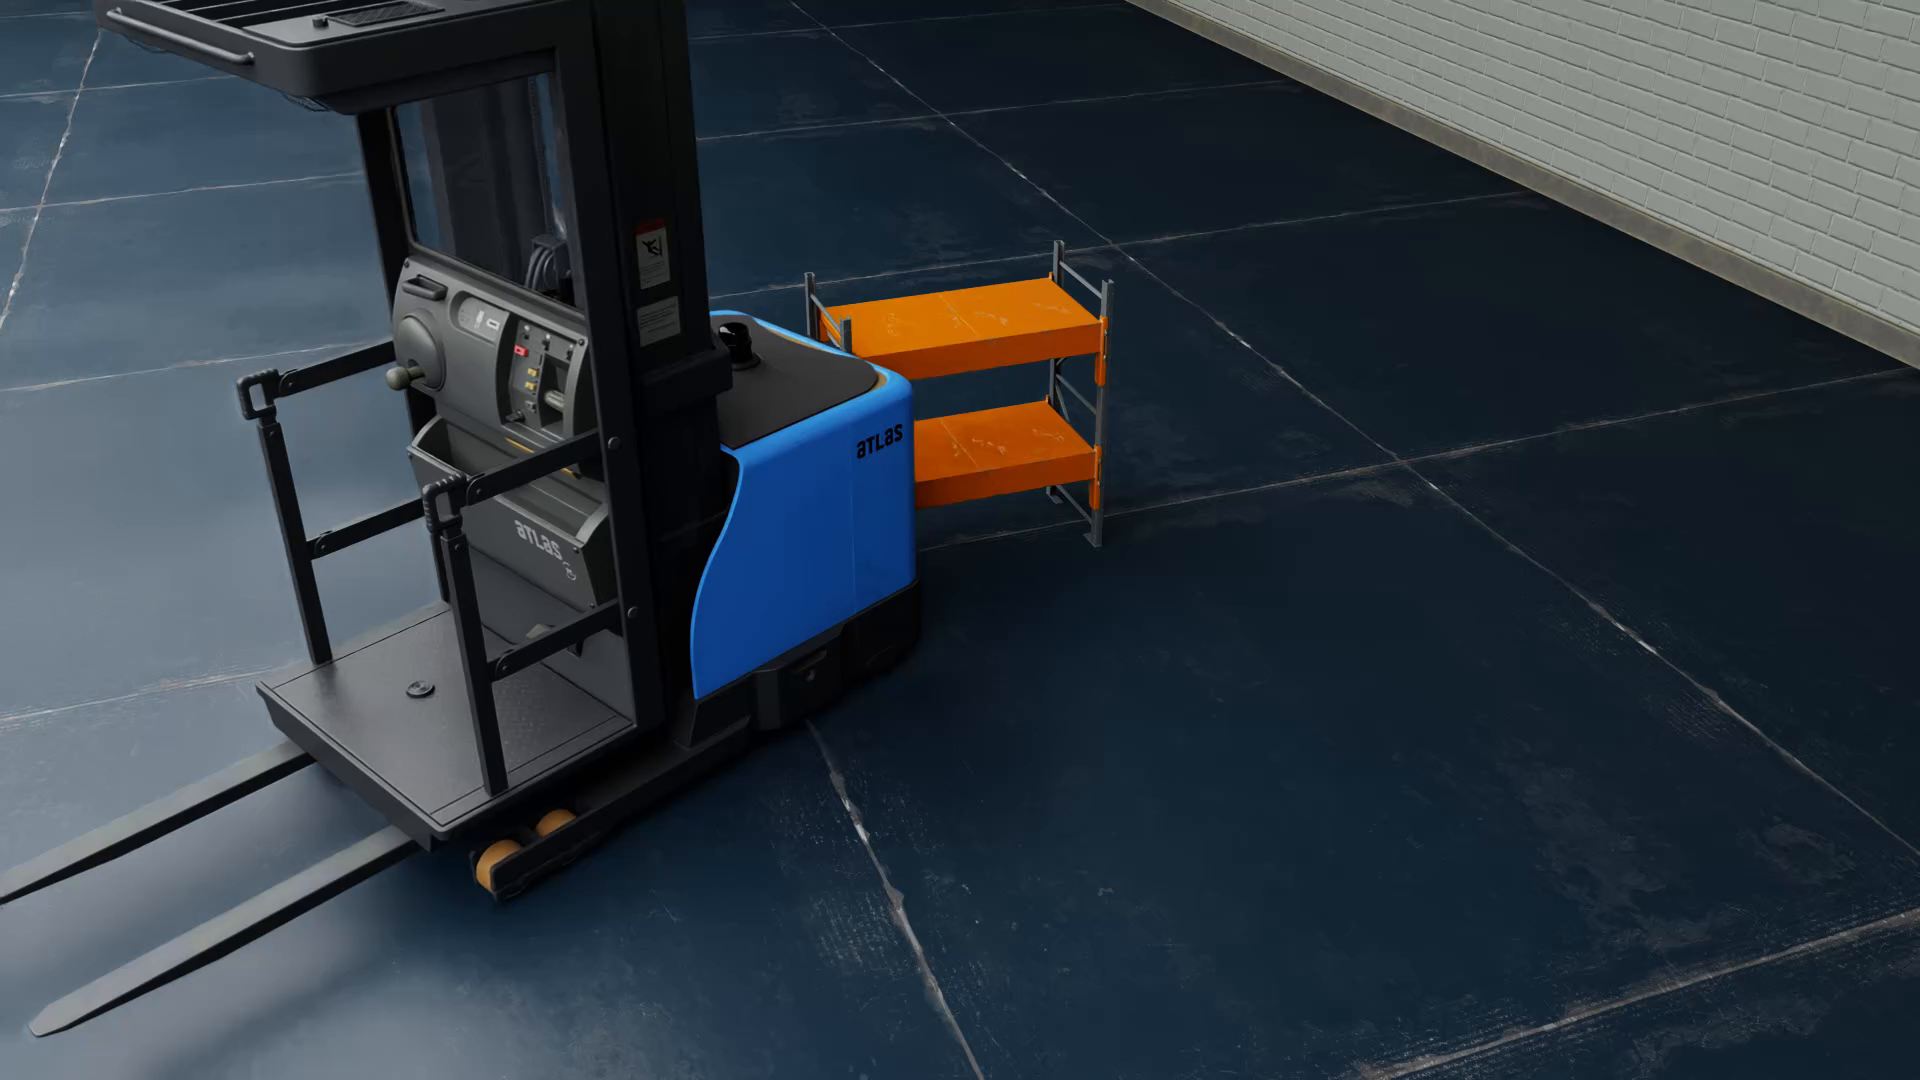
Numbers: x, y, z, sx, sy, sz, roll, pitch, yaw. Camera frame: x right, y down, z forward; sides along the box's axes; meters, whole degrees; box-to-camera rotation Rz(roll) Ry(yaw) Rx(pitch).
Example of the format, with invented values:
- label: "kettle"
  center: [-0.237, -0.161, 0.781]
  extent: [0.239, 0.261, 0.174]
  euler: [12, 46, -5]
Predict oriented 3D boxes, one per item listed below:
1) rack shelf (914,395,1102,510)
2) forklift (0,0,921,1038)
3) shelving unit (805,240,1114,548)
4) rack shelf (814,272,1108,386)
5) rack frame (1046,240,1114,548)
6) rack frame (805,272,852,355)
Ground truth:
- label: "rack shelf"
  center: [-0.006, -0.275, 6.591]
  extent: [1.000, 0.278, 0.538]
  euler: [-10, 31, -18]
- label: "forklift"
  center: [-1.510, -0.506, 4.677]
  extent: [1.130, 2.935, 3.031]
  euler: [25, 38, 36]
- label: "shelving unit"
  center: [-0.006, -0.488, 6.469]
  extent: [1.048, 1.125, 0.538]
  euler: [-10, 31, -18]
- label: "rack shelf"
  center: [-0.006, -0.742, 6.325]
  extent: [1.000, 0.278, 0.538]
  euler: [-10, 31, -18]
- label: "rack frame"
  center: [0.470, -0.575, 6.624]
  extent: [0.032, 1.125, 0.500]
  euler: [-10, 31, -18]
- label: "rack frame"
  center: [-0.483, -0.400, 6.315]
  extent: [0.032, 1.125, 0.500]
  euler: [-10, 31, -18]
